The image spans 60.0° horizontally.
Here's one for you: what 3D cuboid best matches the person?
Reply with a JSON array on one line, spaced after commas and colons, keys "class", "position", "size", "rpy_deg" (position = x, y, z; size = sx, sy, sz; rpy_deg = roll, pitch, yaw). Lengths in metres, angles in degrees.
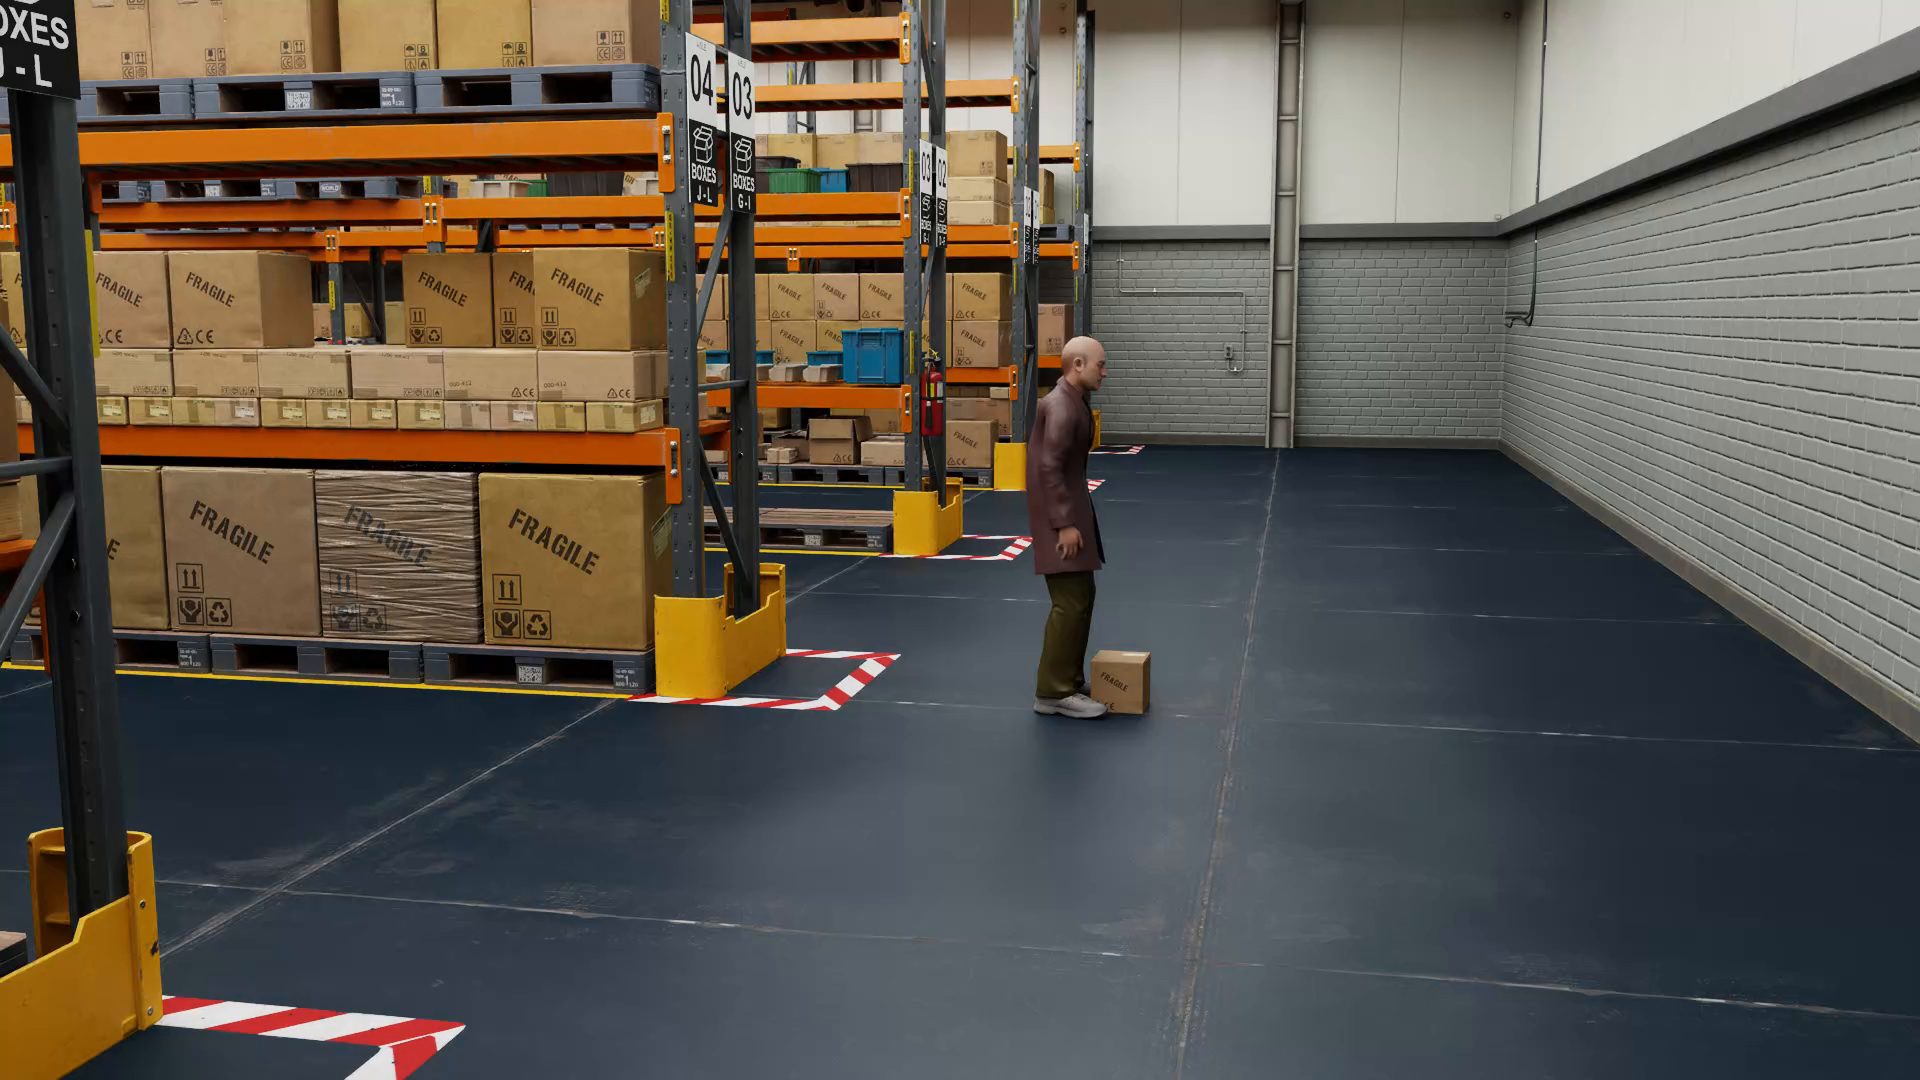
[{"class": "person", "position": [0.527, -0.077, 7.931], "size": [0.428, 1.773, 0.641], "rpy_deg": [2, 8, 11]}]
